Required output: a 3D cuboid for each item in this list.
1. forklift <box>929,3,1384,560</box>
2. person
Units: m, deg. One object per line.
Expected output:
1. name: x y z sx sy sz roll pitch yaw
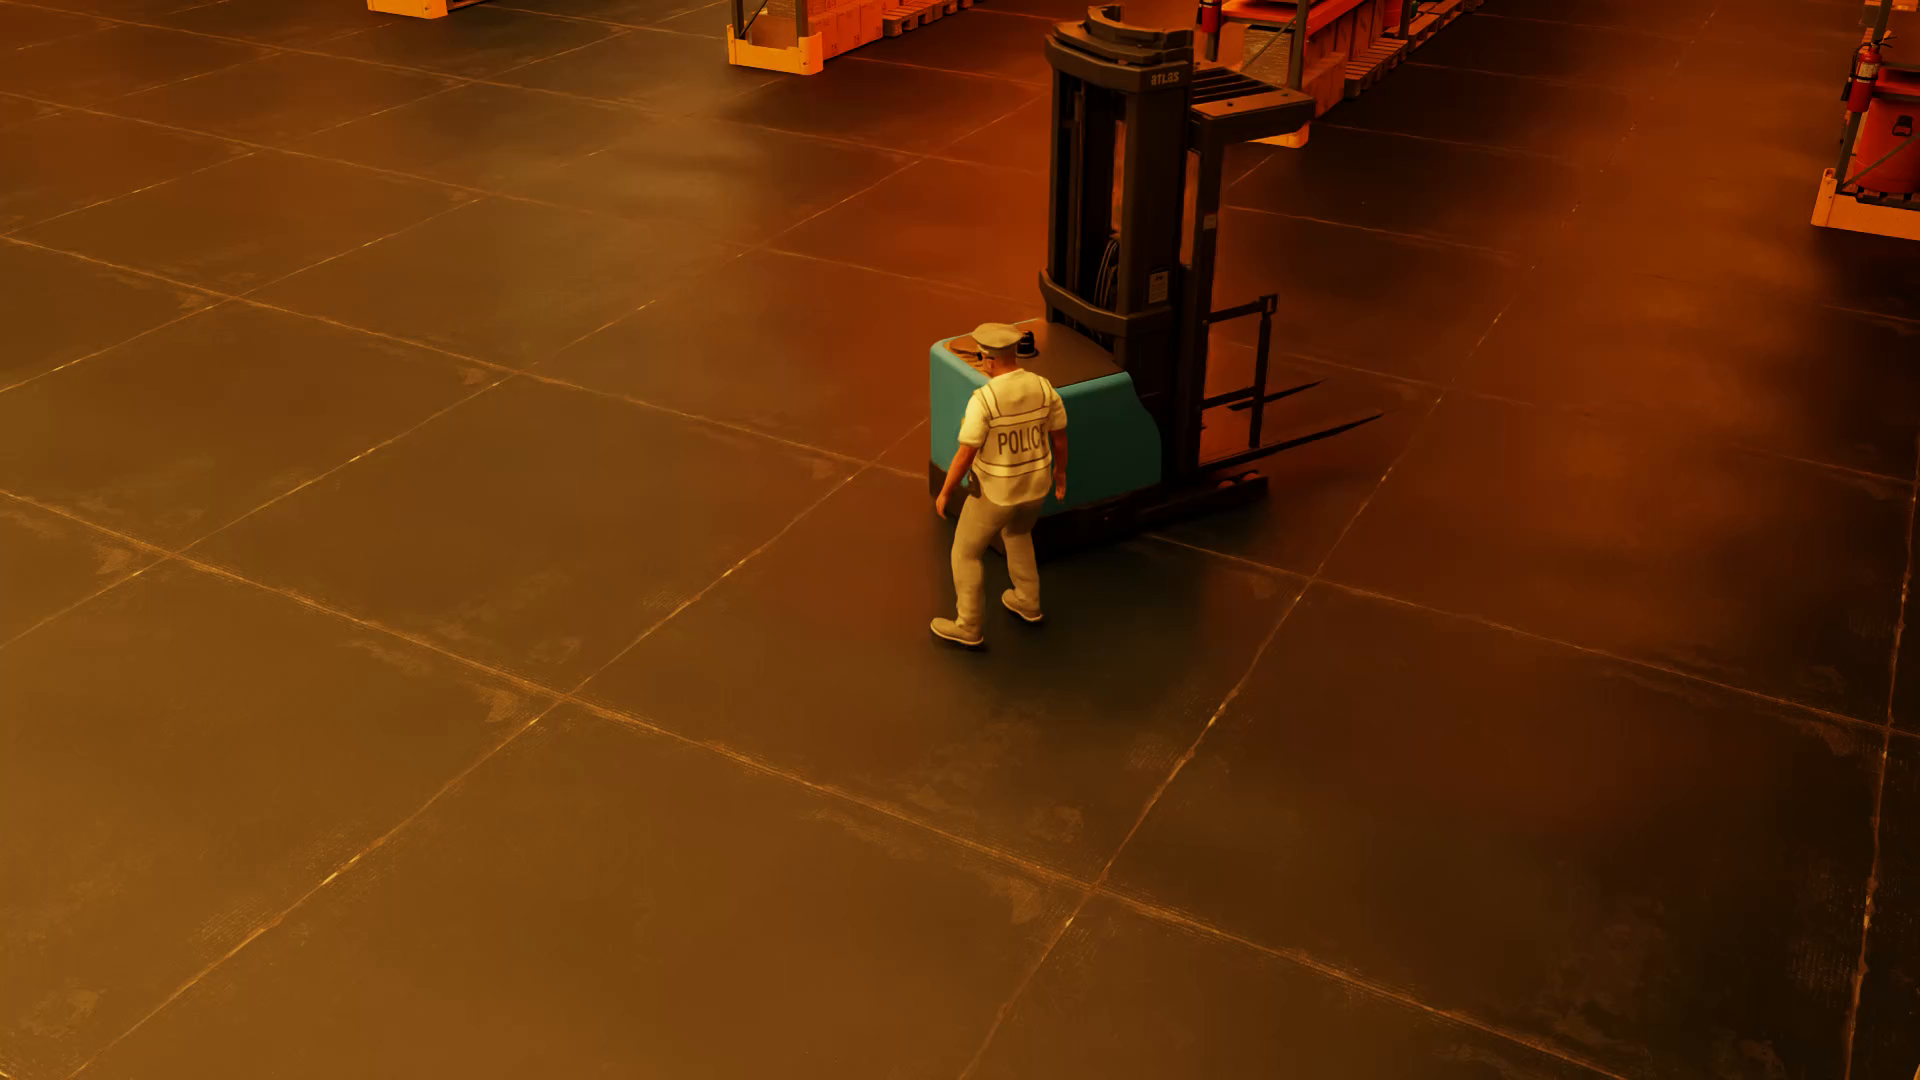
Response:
1. forklift: 1.340 -1.684 9.988 3.031 2.935 1.130 -16 34 -26
2. person: 0.236 -0.291 8.782 0.775 1.719 0.412 -18 35 -28
